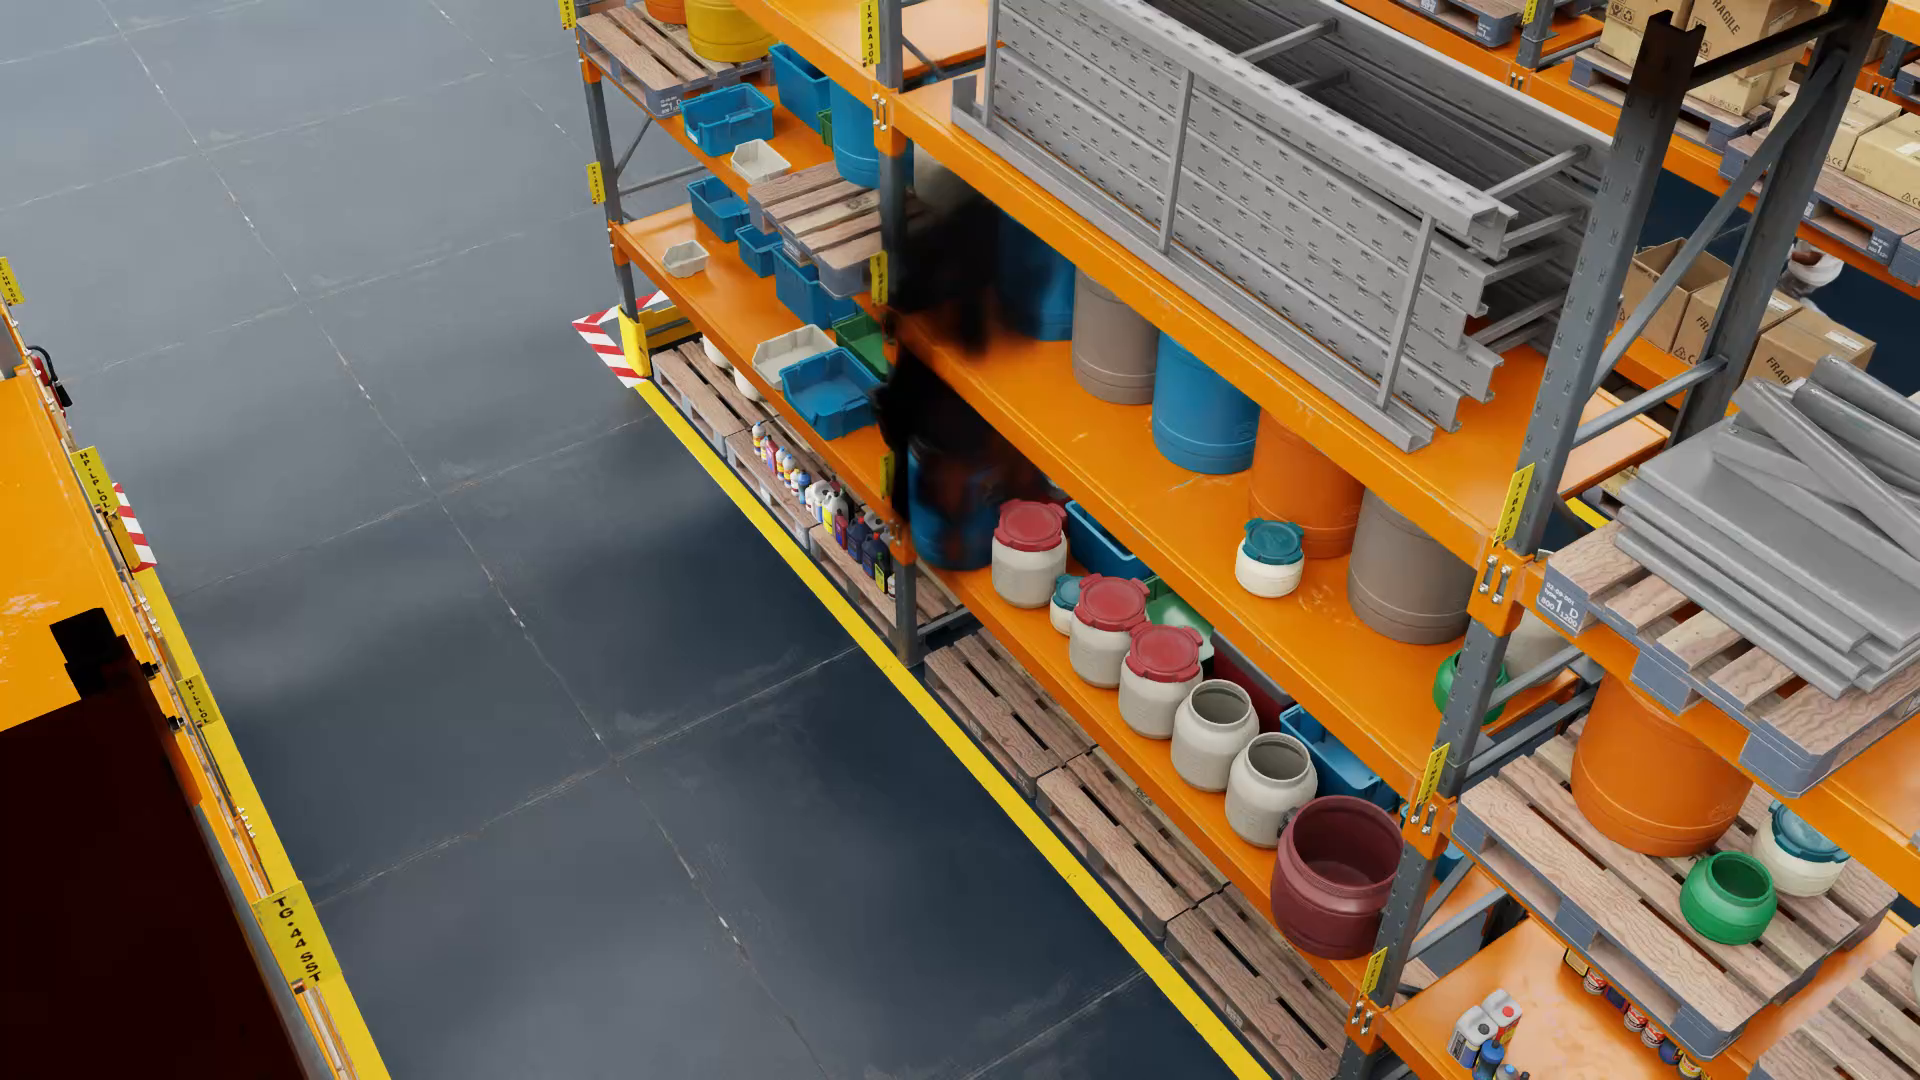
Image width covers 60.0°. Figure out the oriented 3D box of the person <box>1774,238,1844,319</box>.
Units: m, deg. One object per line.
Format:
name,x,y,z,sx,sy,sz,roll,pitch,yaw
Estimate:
person,6.562,-2.054,12.723,0.684,1.740,0.626,-28,49,-27
